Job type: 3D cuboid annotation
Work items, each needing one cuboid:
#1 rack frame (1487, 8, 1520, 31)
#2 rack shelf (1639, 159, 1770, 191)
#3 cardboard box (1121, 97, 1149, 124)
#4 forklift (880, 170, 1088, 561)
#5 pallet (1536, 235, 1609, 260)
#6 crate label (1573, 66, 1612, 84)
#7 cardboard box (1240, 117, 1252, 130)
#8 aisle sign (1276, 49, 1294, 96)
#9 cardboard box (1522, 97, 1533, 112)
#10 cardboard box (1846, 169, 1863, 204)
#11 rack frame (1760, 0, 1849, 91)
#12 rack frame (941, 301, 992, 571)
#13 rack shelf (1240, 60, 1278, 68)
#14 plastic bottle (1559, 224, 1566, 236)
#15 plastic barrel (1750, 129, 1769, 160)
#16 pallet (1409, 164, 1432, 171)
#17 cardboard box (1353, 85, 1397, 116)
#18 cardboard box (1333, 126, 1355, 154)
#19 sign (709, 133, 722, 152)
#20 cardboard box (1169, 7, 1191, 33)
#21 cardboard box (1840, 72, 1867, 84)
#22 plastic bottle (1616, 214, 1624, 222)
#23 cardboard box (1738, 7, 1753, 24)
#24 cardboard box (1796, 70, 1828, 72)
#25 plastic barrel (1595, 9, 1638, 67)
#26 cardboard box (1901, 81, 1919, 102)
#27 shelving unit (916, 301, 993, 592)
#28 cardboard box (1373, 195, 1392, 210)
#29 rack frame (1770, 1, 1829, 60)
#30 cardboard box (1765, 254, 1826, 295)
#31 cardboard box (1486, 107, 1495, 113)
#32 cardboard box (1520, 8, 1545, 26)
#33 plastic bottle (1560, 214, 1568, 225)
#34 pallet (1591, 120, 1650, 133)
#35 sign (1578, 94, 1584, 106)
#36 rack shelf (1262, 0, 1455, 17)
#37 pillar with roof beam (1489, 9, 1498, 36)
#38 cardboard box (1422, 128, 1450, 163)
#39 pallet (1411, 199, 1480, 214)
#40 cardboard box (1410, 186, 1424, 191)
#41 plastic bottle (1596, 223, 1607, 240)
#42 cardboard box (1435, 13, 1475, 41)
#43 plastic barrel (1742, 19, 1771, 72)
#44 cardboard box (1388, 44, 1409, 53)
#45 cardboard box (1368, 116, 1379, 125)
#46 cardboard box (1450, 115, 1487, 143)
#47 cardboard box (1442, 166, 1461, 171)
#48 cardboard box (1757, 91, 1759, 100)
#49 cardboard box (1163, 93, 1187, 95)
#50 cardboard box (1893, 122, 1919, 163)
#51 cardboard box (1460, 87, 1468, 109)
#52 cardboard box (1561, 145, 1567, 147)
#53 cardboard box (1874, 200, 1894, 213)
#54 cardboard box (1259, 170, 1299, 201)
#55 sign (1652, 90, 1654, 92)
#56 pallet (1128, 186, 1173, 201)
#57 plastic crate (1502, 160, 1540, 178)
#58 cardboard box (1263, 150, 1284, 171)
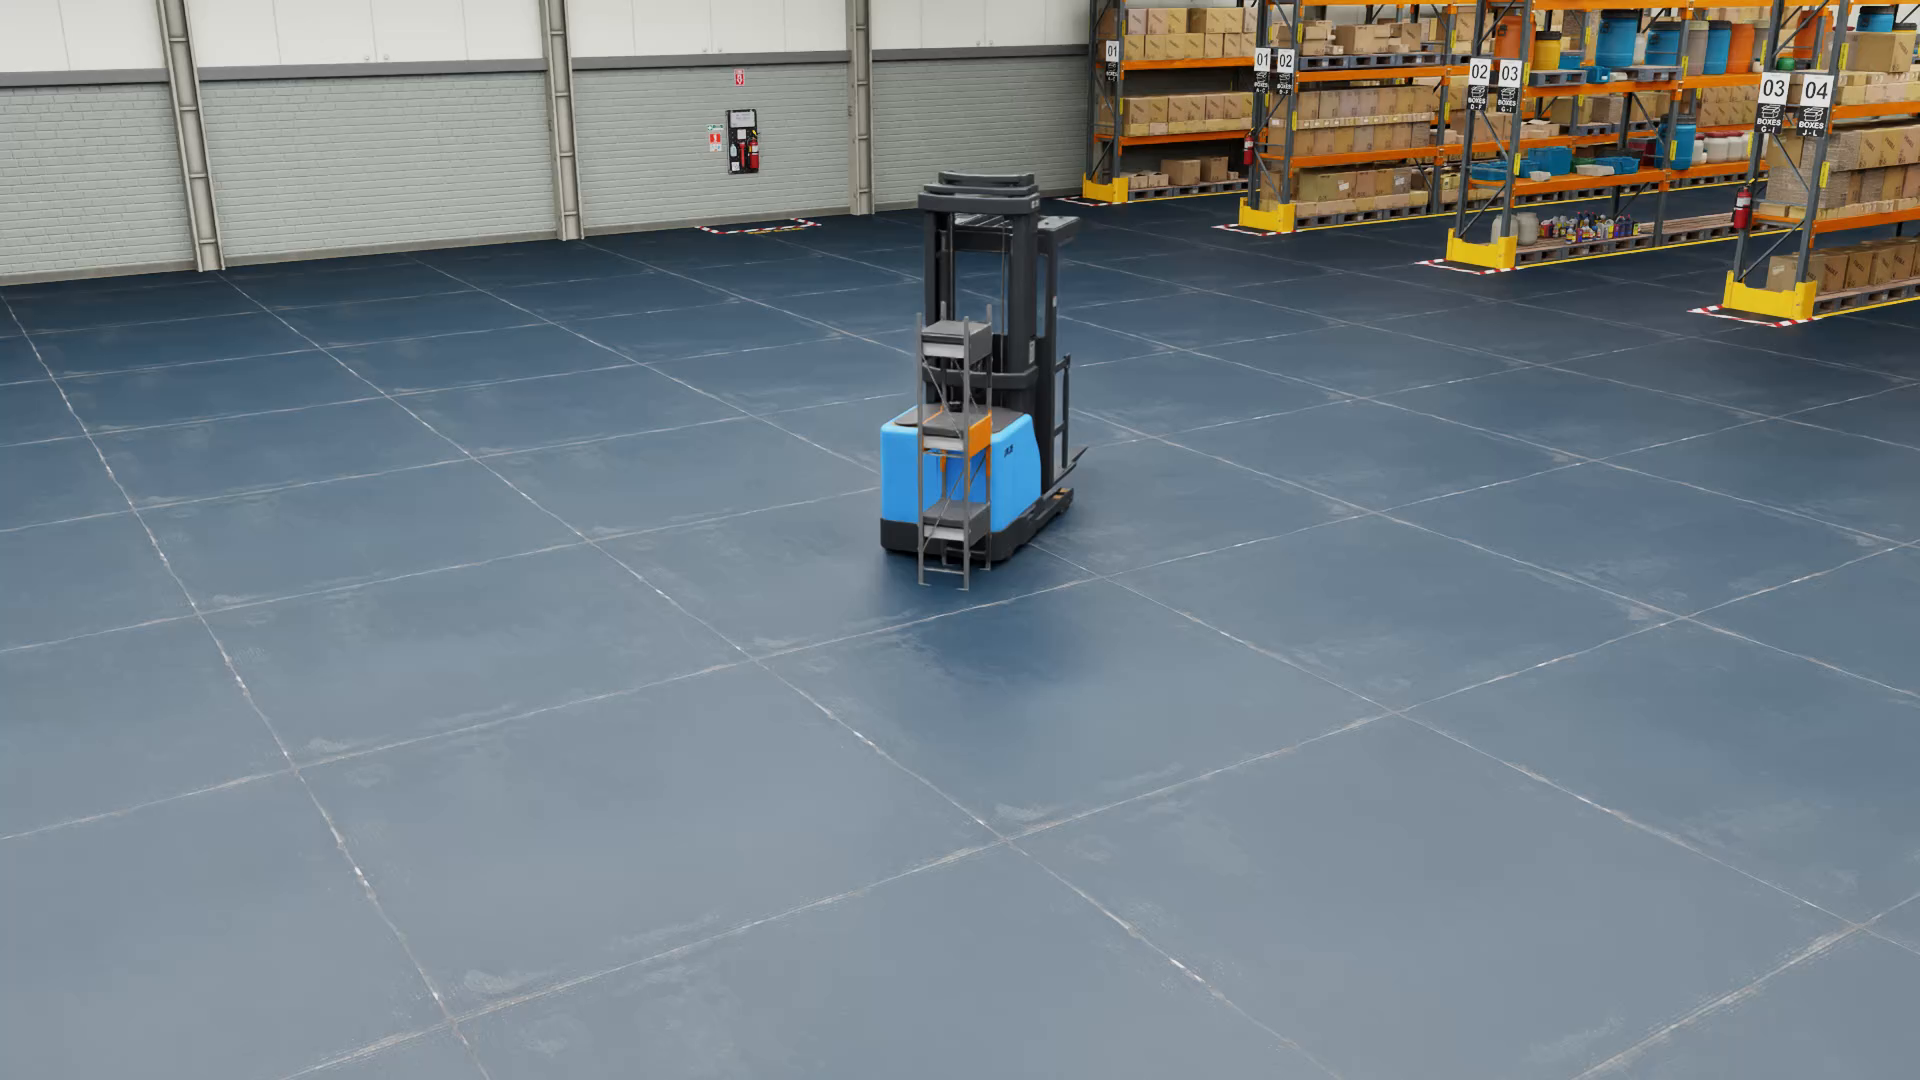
[{"bbox_3d":[12.997,-13.507,39.647,0.127,3.000,1.000,-12,22,-31],"label":"rack frame"},{"bbox_3d":[13.434,-6.618,29.759,4.000,0.370,1.077,-12,22,-31],"label":"rack shelf"},{"bbox_3d":[3.538,-8.849,34.268,0.500,0.500,0.500,-12,22,-31],"label":"cardboard box"},{"bbox_3d":[0.354,-1.656,14.065,1.130,2.935,3.031,7,20,20],"label":"forklift"},{"bbox_3d":[10.160,-4.962,28.092,1.213,0.211,1.003,-12,22,-31],"label":"pallet"},{"bbox_3d":[10.168,-7.493,26.775,0.408,0.251,0.502,-12,22,-31],"label":"crate label"},{"bbox_3d":[6.086,-9.030,35.974,0.500,0.250,0.500,-12,22,-31],"label":"cardboard box"},{"bbox_3d":[5.816,-8.365,29.746,0.004,0.787,0.394,-12,22,-31],"label":"aisle sign"},{"bbox_3d":[13.459,-10.899,40.830,0.700,0.700,0.980,-12,22,-31],"label":"cardboard box"},{"bbox_3d":[11.973,-4.975,23.156,0.500,0.500,0.875,-12,22,-31],"label":"cardboard box"},{"bbox_3d":[11.147,-7.419,21.638,0.127,3.000,1.000,-12,22,-31],"label":"rack frame"},{"bbox_3d":[0.047,-0.773,12.753,0.400,2.100,0.015,7,20,20],"label":"rack frame"},{"bbox_3d":[7.986,-10.689,37.117,4.000,0.370,1.077,-12,22,-31],"label":"rack shelf"},{"bbox_3d":[10.296,-5.292,28.398,0.097,0.201,0.097,0,19,0],"label":"plastic bottle"},{"bbox_3d":[14.363,-7.125,29.963,0.421,0.512,0.421,0,19,0],"label":"plastic barrel"},{"bbox_3d":[10.356,-8.758,39.322,1.213,0.211,1.003,-12,22,-31],"label":"pallet"},{"bbox_3d":[7.836,-8.336,31.538,0.500,0.500,0.700,-12,22,-31],"label":"cardboard box"},{"bbox_3d":[6.953,-7.533,31.187,0.500,0.500,0.700,-12,22,-31],"label":"cardboard box"},{"bbox_3d":[-4.531,-7.371,30.810,0.234,0.329,0.001,-12,22,-31],"label":"sign"},{"bbox_3d":[4.488,-10.915,34.916,0.500,0.500,0.500,-12,22,-31],"label":"cardboard box"},{"bbox_3d":[11.917,-6.199,22.327,0.250,0.149,0.380,-12,22,-32],"label":"cardboard box"},{"bbox_3d":[11.305,-5.408,28.506,0.185,0.351,0.144,-12,22,-31],"label":"plastic bottle"},{"bbox_3d":[17.019,-11.519,36.732,0.500,0.500,0.700,-12,22,-31],"label":"cardboard box"},{"bbox_3d":[11.658,-6.340,22.743,0.250,0.149,0.380,-13,23,-34],"label":"cardboard box"},{"bbox_3d":[10.874,-8.317,27.540,0.708,0.901,0.600,-12,22,-31],"label":"plastic barrel"},{"bbox_3d":[12.967,-6.214,22.993,0.500,0.250,0.500,-11,22,-30],"label":"cardboard box"},{"bbox_3d":[-0.039,-0.700,12.537,0.431,2.100,0.503,7,20,20],"label":"shelving unit"},{"bbox_3d":[7.943,-6.511,31.957,0.500,0.250,0.500,-12,22,-31],"label":"cardboard box"},{"bbox_3d":[15.105,-10.153,29.725,0.127,3.000,1.000,-12,22,-31],"label":"rack frame"},{"bbox_3d":[11.678,-3.697,23.244,0.500,0.500,0.500,-8,20,-21],"label":"cardboard box"},{"bbox_3d":[12.672,-10.370,40.095,0.250,0.149,0.380,-11,22,-30],"label":"cardboard box"},{"bbox_3d":[13.746,-12.667,40.098,0.500,0.500,0.500,-12,22,-32],"label":"cardboard box"},{"bbox_3d":[10.349,-5.420,28.544,0.185,0.351,0.144,-12,22,-32],"label":"plastic bottle"},{"bbox_3d":[14.005,-8.889,35.654,1.213,0.211,1.003,-12,22,-31],"label":"pallet"},{"bbox_3d":[12.691,-9.037,33.984,0.005,0.325,0.100,-12,22,-31],"label":"sign"},{"bbox_3d":[7.372,-9.891,30.699,4.000,0.370,1.077,-12,22,-31],"label":"rack shelf"},{"bbox_3d":[15.473,-12.710,37.290,0.400,9.000,9.100,-12,22,-31],"label":"pillar with roof beam"},{"bbox_3d":[11.077,-9.388,39.532,0.750,0.750,0.750,-12,22,-32],"label":"cardboard box"},{"bbox_3d":[9.637,-6.751,33.384,1.213,0.211,1.003,-12,22,-31],"label":"pallet"},{"bbox_3d":[9.230,-6.979,33.341,0.500,0.250,0.500,-12,22,-32],"label":"cardboard box"},{"bbox_3d":[10.817,-5.216,28.054,0.135,0.276,0.152,-11,22,-30],"label":"plastic bottle"},{"bbox_3d":[9.580,-9.934,32.169,0.500,0.500,0.500,-12,22,-31],"label":"cardboard box"},{"bbox_3d":[14.299,-8.883,29.869,0.600,0.901,0.600,0,19,0],"label":"plastic barrel"},{"bbox_3d":[8.186,-9.213,31.148,0.250,0.149,0.380,-12,22,-31],"label":"cardboard box"},{"bbox_3d":[7.652,-7.910,31.291,0.250,0.149,0.380,-11,22,-30],"label":"cardboard box"},{"bbox_3d":[10.133,-8.203,33.169,0.500,0.500,0.500,-10,21,-28],"label":"cardboard box"},{"bbox_3d":[10.072,-7.422,33.778,0.500,0.311,0.500,-12,22,-32],"label":"cardboard box"},{"bbox_3d":[17.992,-10.233,37.612,0.500,0.500,0.500,-11,22,-30],"label":"cardboard box"},{"bbox_3d":[4.527,-9.252,35.460,0.500,0.500,0.500,-12,22,-31],"label":"cardboard box"},{"bbox_3d":[13.428,-5.614,23.486,0.500,0.500,0.500,-12,22,-31],"label":"cardboard box"},{"bbox_3d":[11.905,-10.536,39.573,0.500,0.500,0.500,-12,22,-31],"label":"cardboard box"},{"bbox_3d":[14.970,-10.058,42.058,0.500,0.500,0.700,-13,22,-33],"label":"cardboard box"},{"bbox_3d":[12.822,-4.682,23.304,0.250,0.149,0.380,-12,22,-31],"label":"cardboard box"},{"bbox_3d":[5.986,-6.653,31.207,0.500,0.500,0.500,-12,22,-31],"label":"cardboard box"},{"bbox_3d":[15.419,-9.895,36.978,0.005,0.325,0.100,-12,22,-31],"label":"sign"},{"bbox_3d":[3.736,-7.378,35.238,1.213,0.211,1.003,-12,22,-31],"label":"pallet"},{"bbox_3d":[9.222,-6.112,27.373,0.408,0.251,0.499,-12,22,-31],"label":"plastic crate"},{"bbox_3d":[6.921,-8.414,37.167,0.500,0.500,0.700,-11,22,-30],"label":"cardboard box"}]
